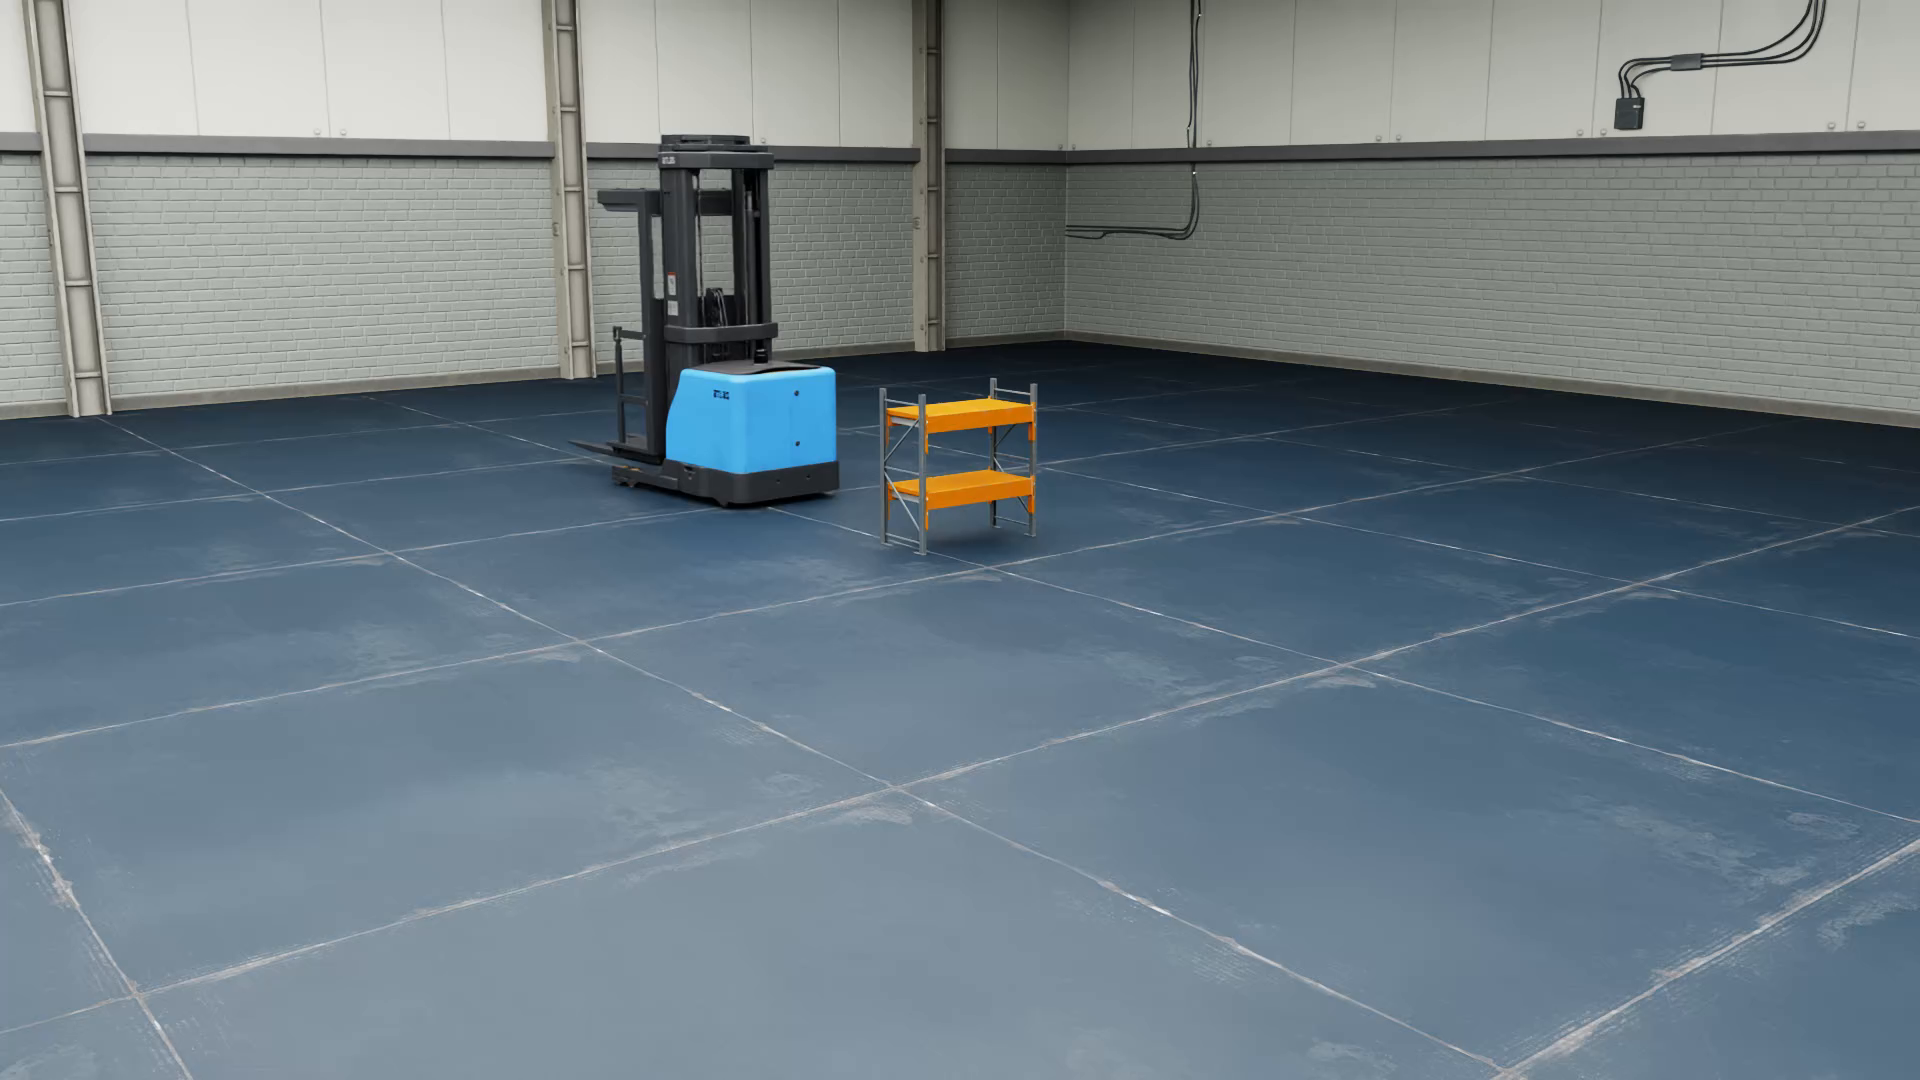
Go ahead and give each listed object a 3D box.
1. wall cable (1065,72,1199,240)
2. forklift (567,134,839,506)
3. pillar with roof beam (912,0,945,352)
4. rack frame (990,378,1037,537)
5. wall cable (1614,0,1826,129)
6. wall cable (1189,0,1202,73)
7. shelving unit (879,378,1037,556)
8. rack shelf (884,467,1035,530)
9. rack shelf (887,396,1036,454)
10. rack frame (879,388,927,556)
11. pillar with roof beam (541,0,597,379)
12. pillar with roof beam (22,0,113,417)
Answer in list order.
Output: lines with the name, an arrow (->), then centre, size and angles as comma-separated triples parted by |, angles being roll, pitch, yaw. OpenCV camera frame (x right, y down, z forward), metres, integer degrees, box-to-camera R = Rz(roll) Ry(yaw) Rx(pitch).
wall cable -> 2.648, -6.031, 26.340 | 0.112, 2.526, 3.097 | -9, 15, -38
forklift -> -2.366, -1.947, 14.242 | 1.130, 2.935, 3.031 | -11, 16, -41
pillar with roof beam -> 2.211, -6.684, 21.939 | 0.400, 9.000, 9.100 | -9, 15, -38
rack frame -> 0.392, -0.615, 12.318 | 0.032, 1.125, 0.500 | -9, 15, -38
wall cable -> 8.566, -7.671, 18.403 | 0.169, 6.003, 2.305 | -9, 15, -38
wall cable -> 4.338, -8.062, 23.749 | 0.112, 2.526, 3.097 | -9, 15, -38
shelving unit -> -0.005, -0.549, 12.008 | 1.048, 1.125, 0.538 | -9, 15, -38
rack shelf -> -0.005, -0.310, 12.059 | 1.000, 0.278, 0.538 | -9, 15, -38
rack shelf -> -0.005, -0.836, 11.947 | 1.000, 0.278, 0.538 | -9, 15, -38
rack frame -> -0.402, -0.483, 11.697 | 0.032, 1.125, 0.500 | -9, 15, -38
pillar with roof beam -> -2.474, -5.905, 18.273 | 0.400, 9.000, 9.100 | -9, 15, -38
pillar with roof beam -> -7.159, -5.126, 14.606 | 0.400, 9.000, 9.100 | -9, 15, -38
